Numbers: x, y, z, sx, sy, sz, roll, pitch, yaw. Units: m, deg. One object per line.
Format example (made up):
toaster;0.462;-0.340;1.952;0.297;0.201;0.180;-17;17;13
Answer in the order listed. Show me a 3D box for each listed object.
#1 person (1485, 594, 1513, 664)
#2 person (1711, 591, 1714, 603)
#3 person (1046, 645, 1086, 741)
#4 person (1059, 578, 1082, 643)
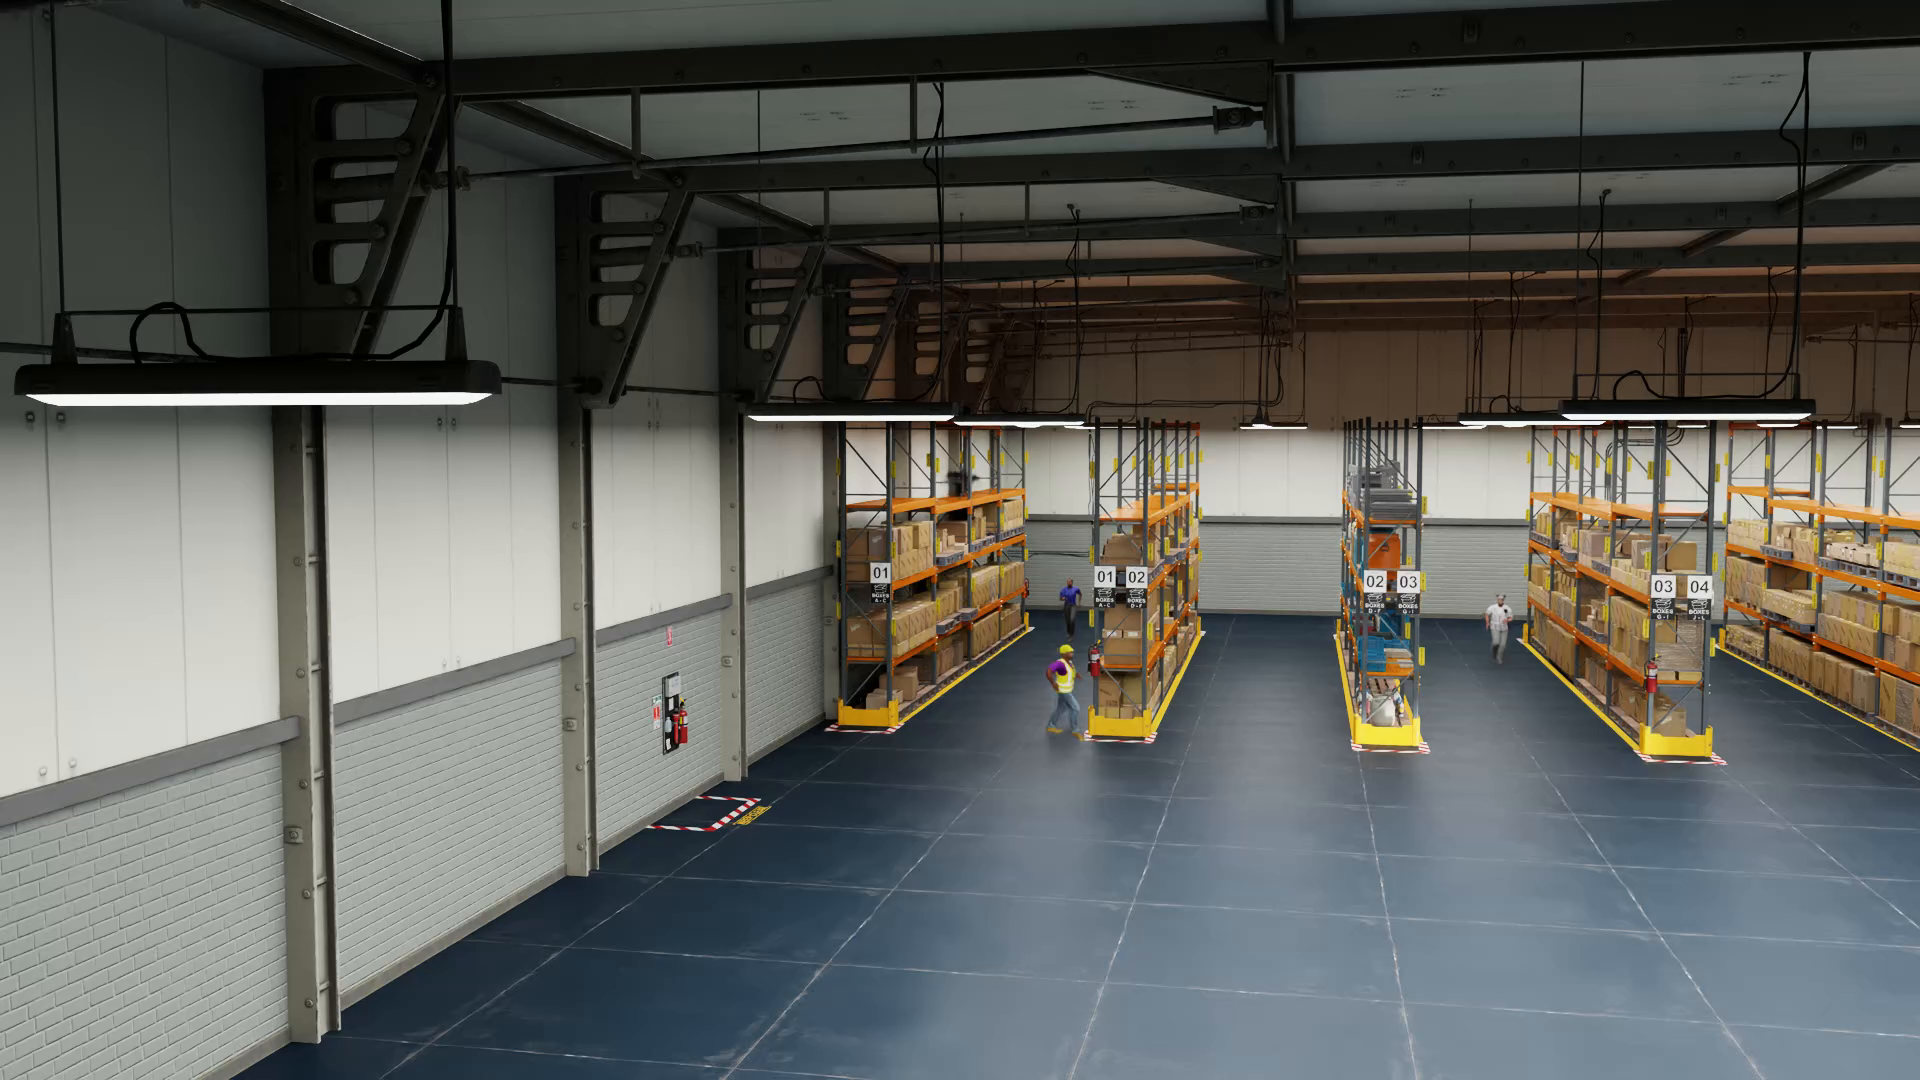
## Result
person;13.269;2.189;40.866;0.632;1.754;0.660;0;4;7
person;20.393;1.924;45.626;0.569;1.712;0.695;3;5;41
person;1.931;2.842;30.880;0.787;1.810;0.771;1;4;17
person;2.905;1.828;43.859;0.556;1.688;0.829;1;4;11
